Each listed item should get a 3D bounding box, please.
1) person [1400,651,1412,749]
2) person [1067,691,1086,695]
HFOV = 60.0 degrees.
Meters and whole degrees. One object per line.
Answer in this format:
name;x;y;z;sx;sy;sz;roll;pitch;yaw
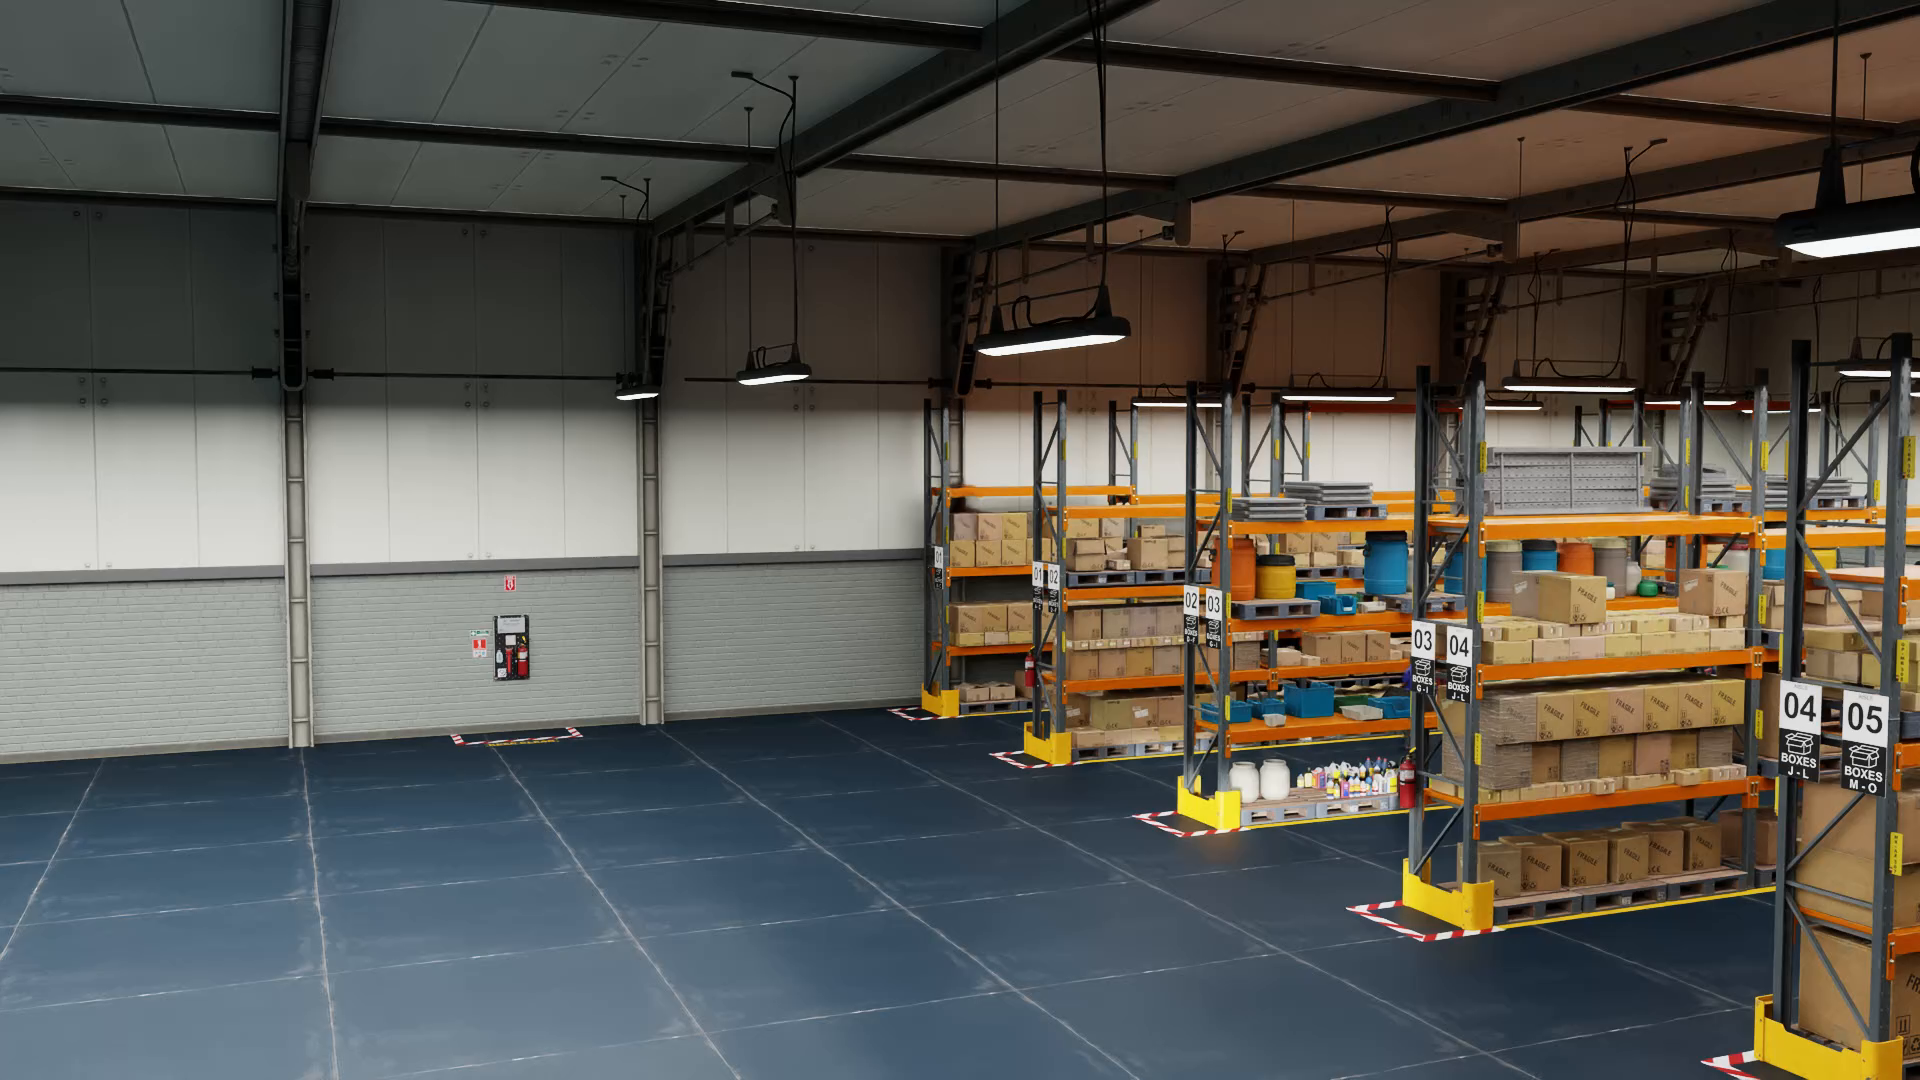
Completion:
person;7.578;2.686;27.899;0.453;1.670;0.361;-1;4;-17
person;2.011;2.680;30.026;0.971;1.430;0.473;-3;4;-40
